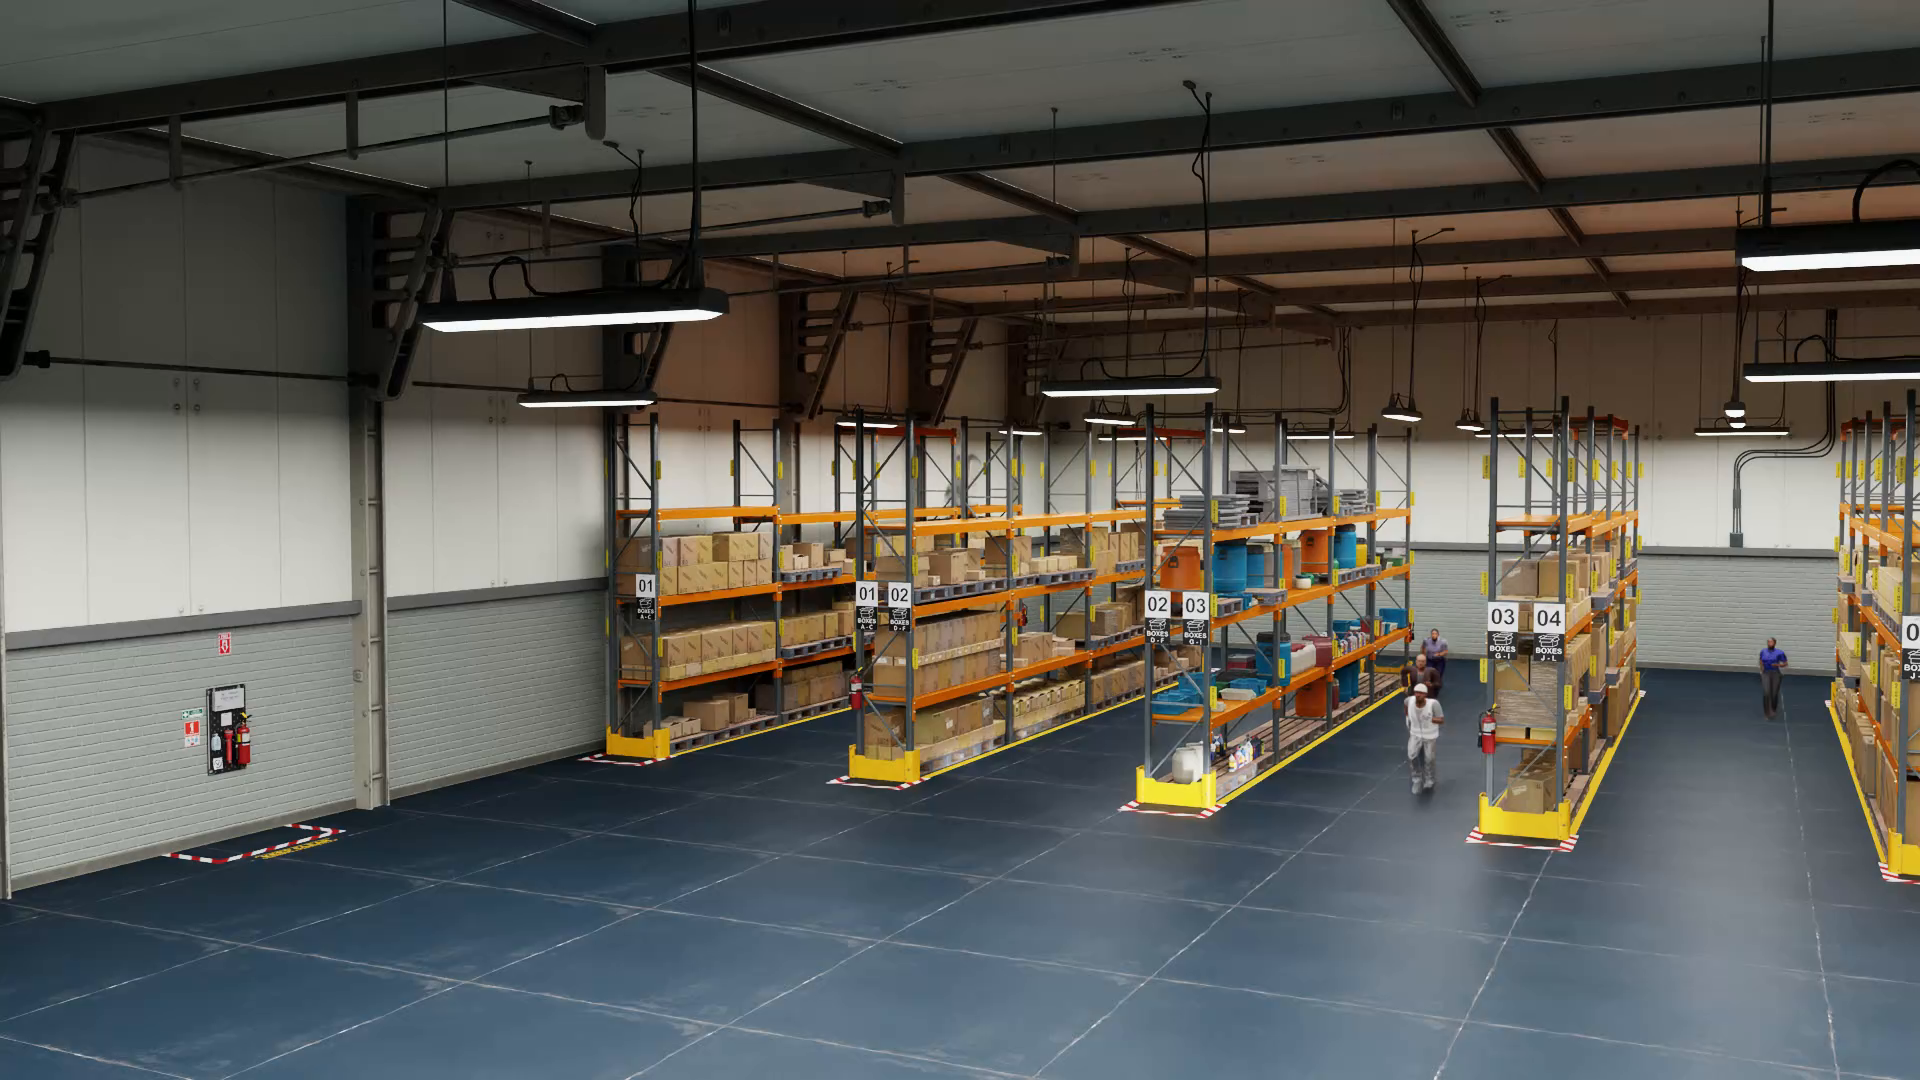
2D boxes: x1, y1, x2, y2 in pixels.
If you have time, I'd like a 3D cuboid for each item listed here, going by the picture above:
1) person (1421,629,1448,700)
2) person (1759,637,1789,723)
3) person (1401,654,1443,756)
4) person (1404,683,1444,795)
[{"bbox_3d":[10.319,2.707,36.184,0.592,1.576,0.665,1,3,21],"label":"person"},{"bbox_3d":[16.262,2.783,33.287,0.535,1.679,0.864,2,3,32],"label":"person"},{"bbox_3d":[8.180,2.897,29.498,0.697,1.793,1.034,1,2,12],"label":"person"},{"bbox_3d":[7.135,3.049,25.611,0.667,1.737,0.935,1,3,27],"label":"person"}]
